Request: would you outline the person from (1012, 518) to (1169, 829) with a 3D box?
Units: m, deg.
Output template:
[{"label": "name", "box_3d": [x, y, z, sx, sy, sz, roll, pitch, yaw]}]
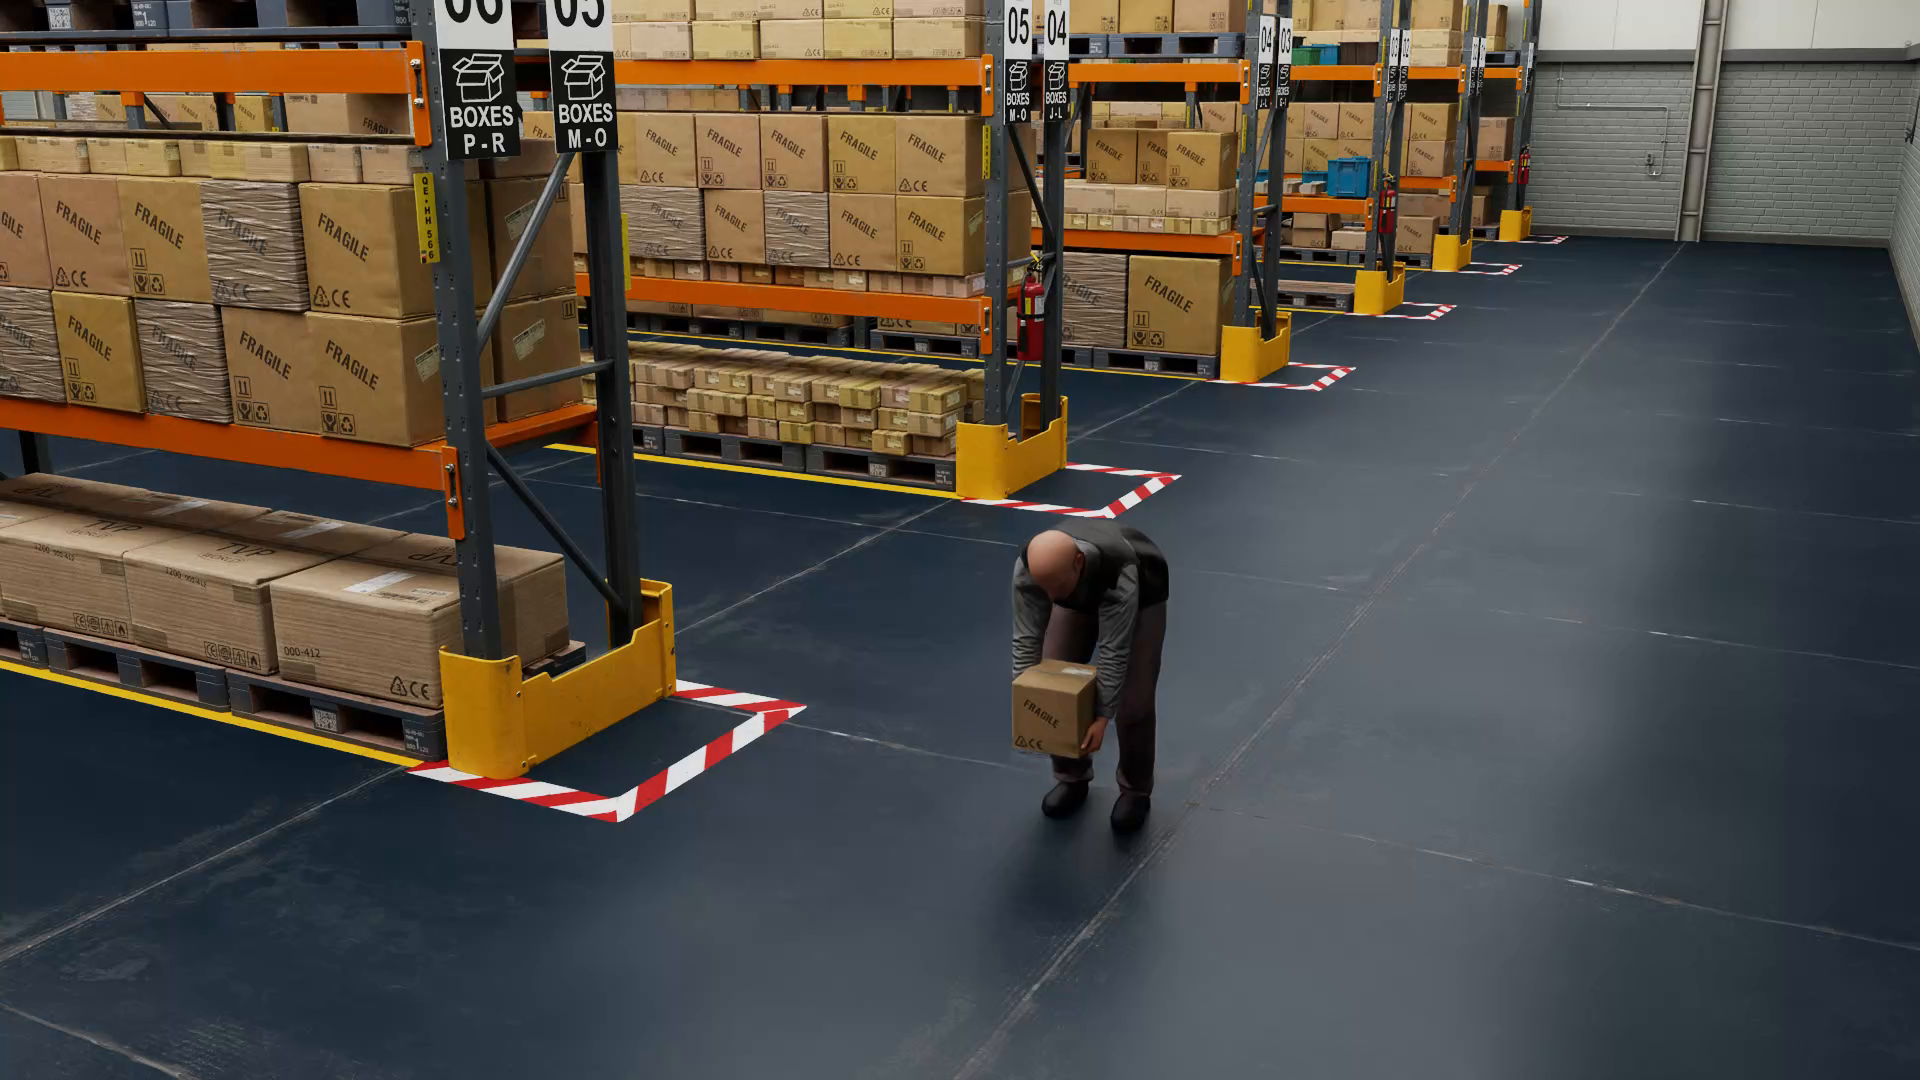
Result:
[{"label": "person", "box_3d": [0.454, 0.481, 6.035, 0.476, 1.244, 0.918, 7, 17, 24]}]
